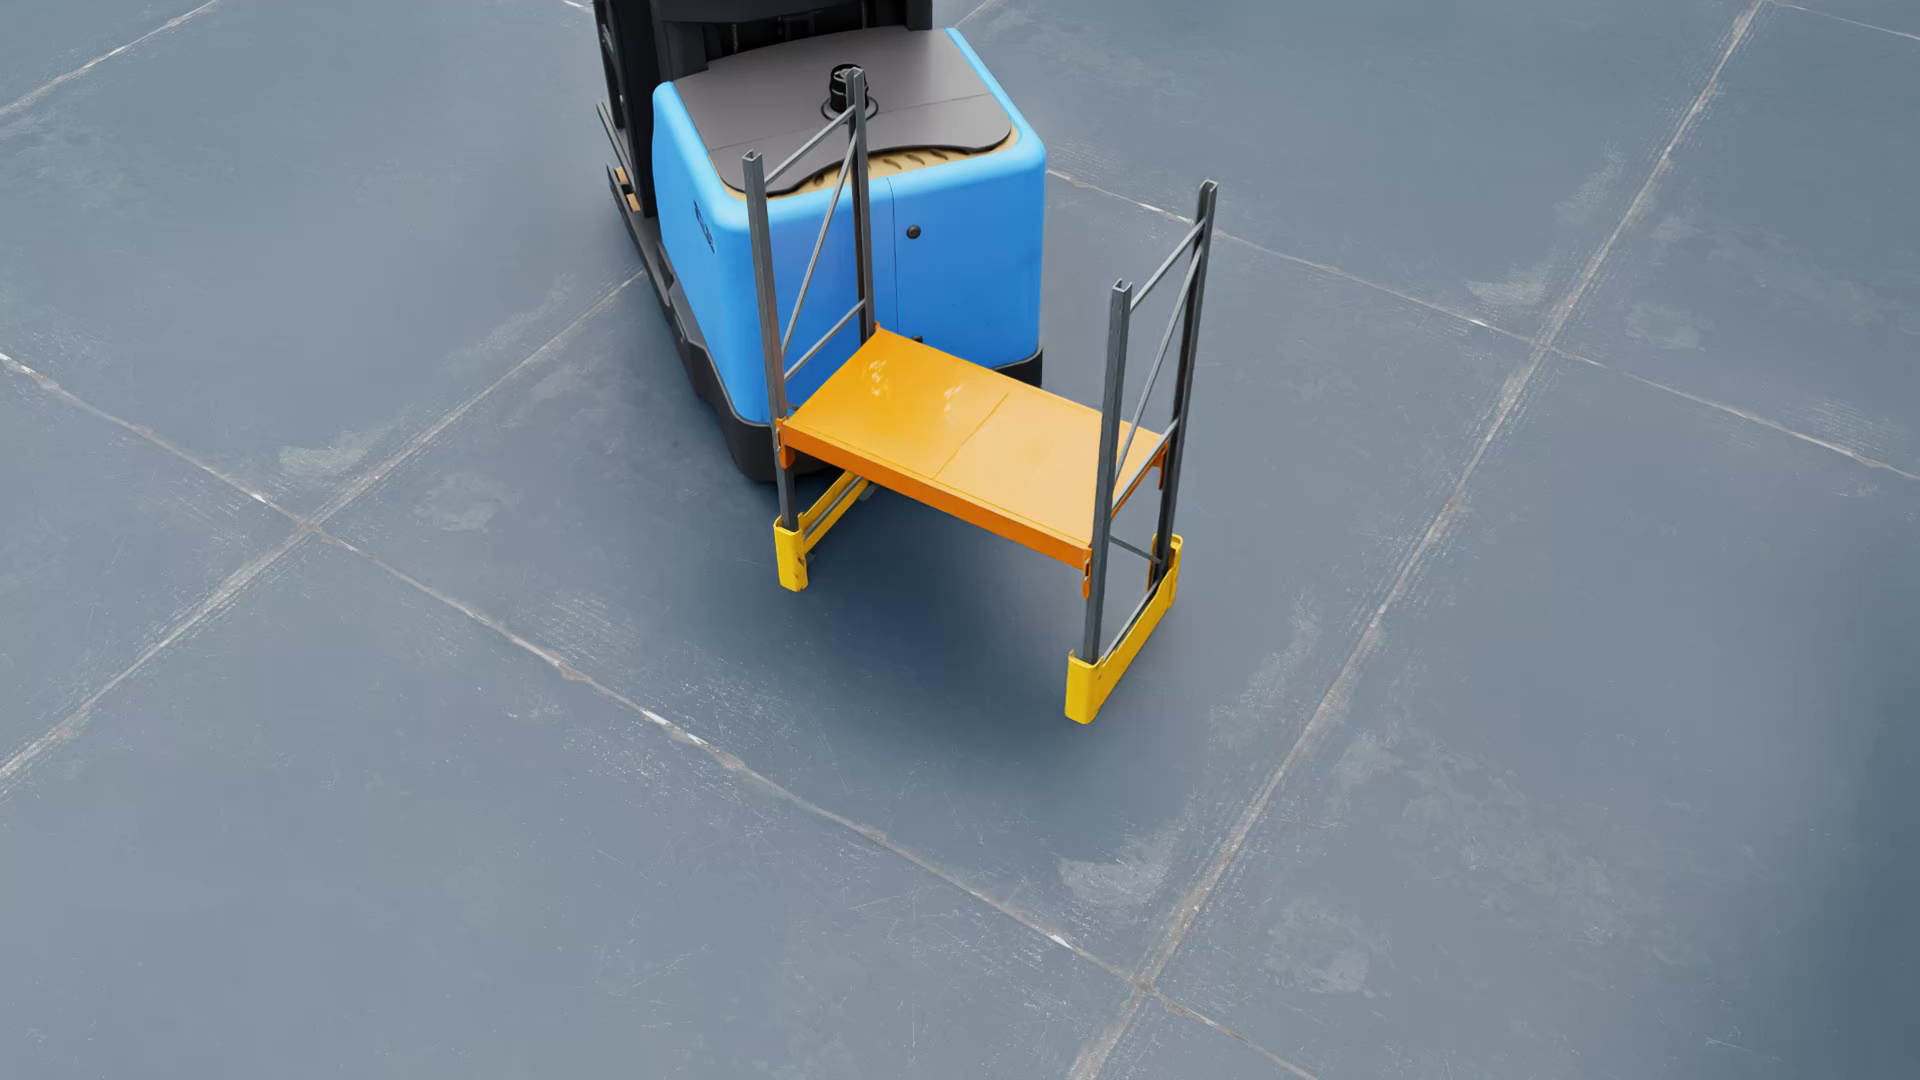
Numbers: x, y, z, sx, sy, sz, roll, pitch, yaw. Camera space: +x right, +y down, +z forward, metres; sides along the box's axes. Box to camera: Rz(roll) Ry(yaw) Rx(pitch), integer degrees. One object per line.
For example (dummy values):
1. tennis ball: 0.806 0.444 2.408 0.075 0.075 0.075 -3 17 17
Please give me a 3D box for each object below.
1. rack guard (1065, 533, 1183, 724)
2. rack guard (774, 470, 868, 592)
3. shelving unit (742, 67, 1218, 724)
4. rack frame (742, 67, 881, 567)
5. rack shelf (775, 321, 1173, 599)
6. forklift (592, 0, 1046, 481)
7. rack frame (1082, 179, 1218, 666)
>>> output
1. rack guard: 0.478 0.248 4.835 0.087 0.250 0.587 23 50 21
2. rack guard: -0.377 -0.118 5.191 0.087 0.250 0.587 23 50 21
3. shelving unit: 0.051 -0.371 4.564 1.083 1.500 0.587 23 50 21
4. rack frame: -0.393 -0.561 4.749 0.032 1.500 0.500 23 50 21
5. rack shelf: 0.043 -0.249 4.697 1.000 0.185 0.538 23 50 21
6. forklift: -0.727 -2.285 5.426 1.130 2.935 3.031 -15 48 -14
7. rack frame: 0.479 -0.187 4.386 0.032 1.500 0.500 23 50 21
